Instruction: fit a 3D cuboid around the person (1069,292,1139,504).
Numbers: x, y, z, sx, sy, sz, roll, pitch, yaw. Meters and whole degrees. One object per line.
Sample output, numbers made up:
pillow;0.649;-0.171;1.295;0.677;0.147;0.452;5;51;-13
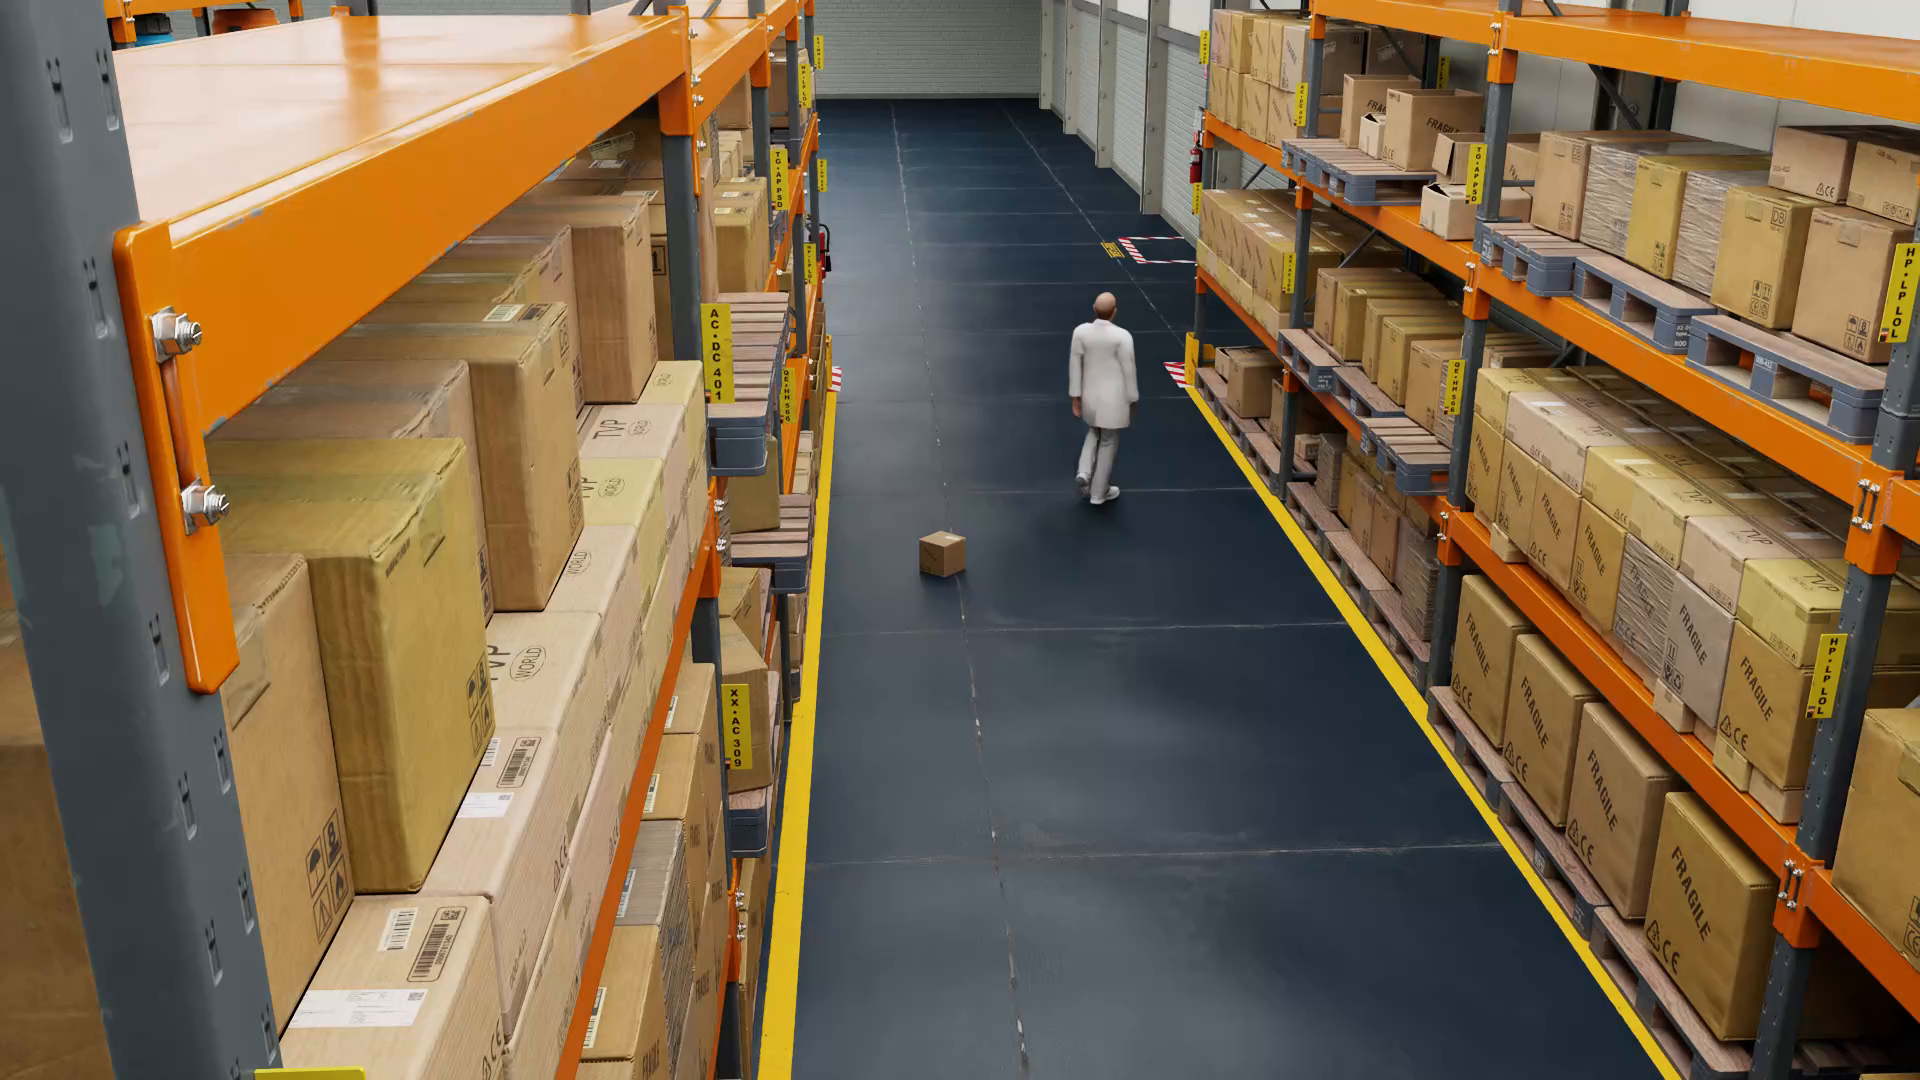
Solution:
person;1.216;-1.169;13.769;0.568;1.807;0.468;12;23;30
